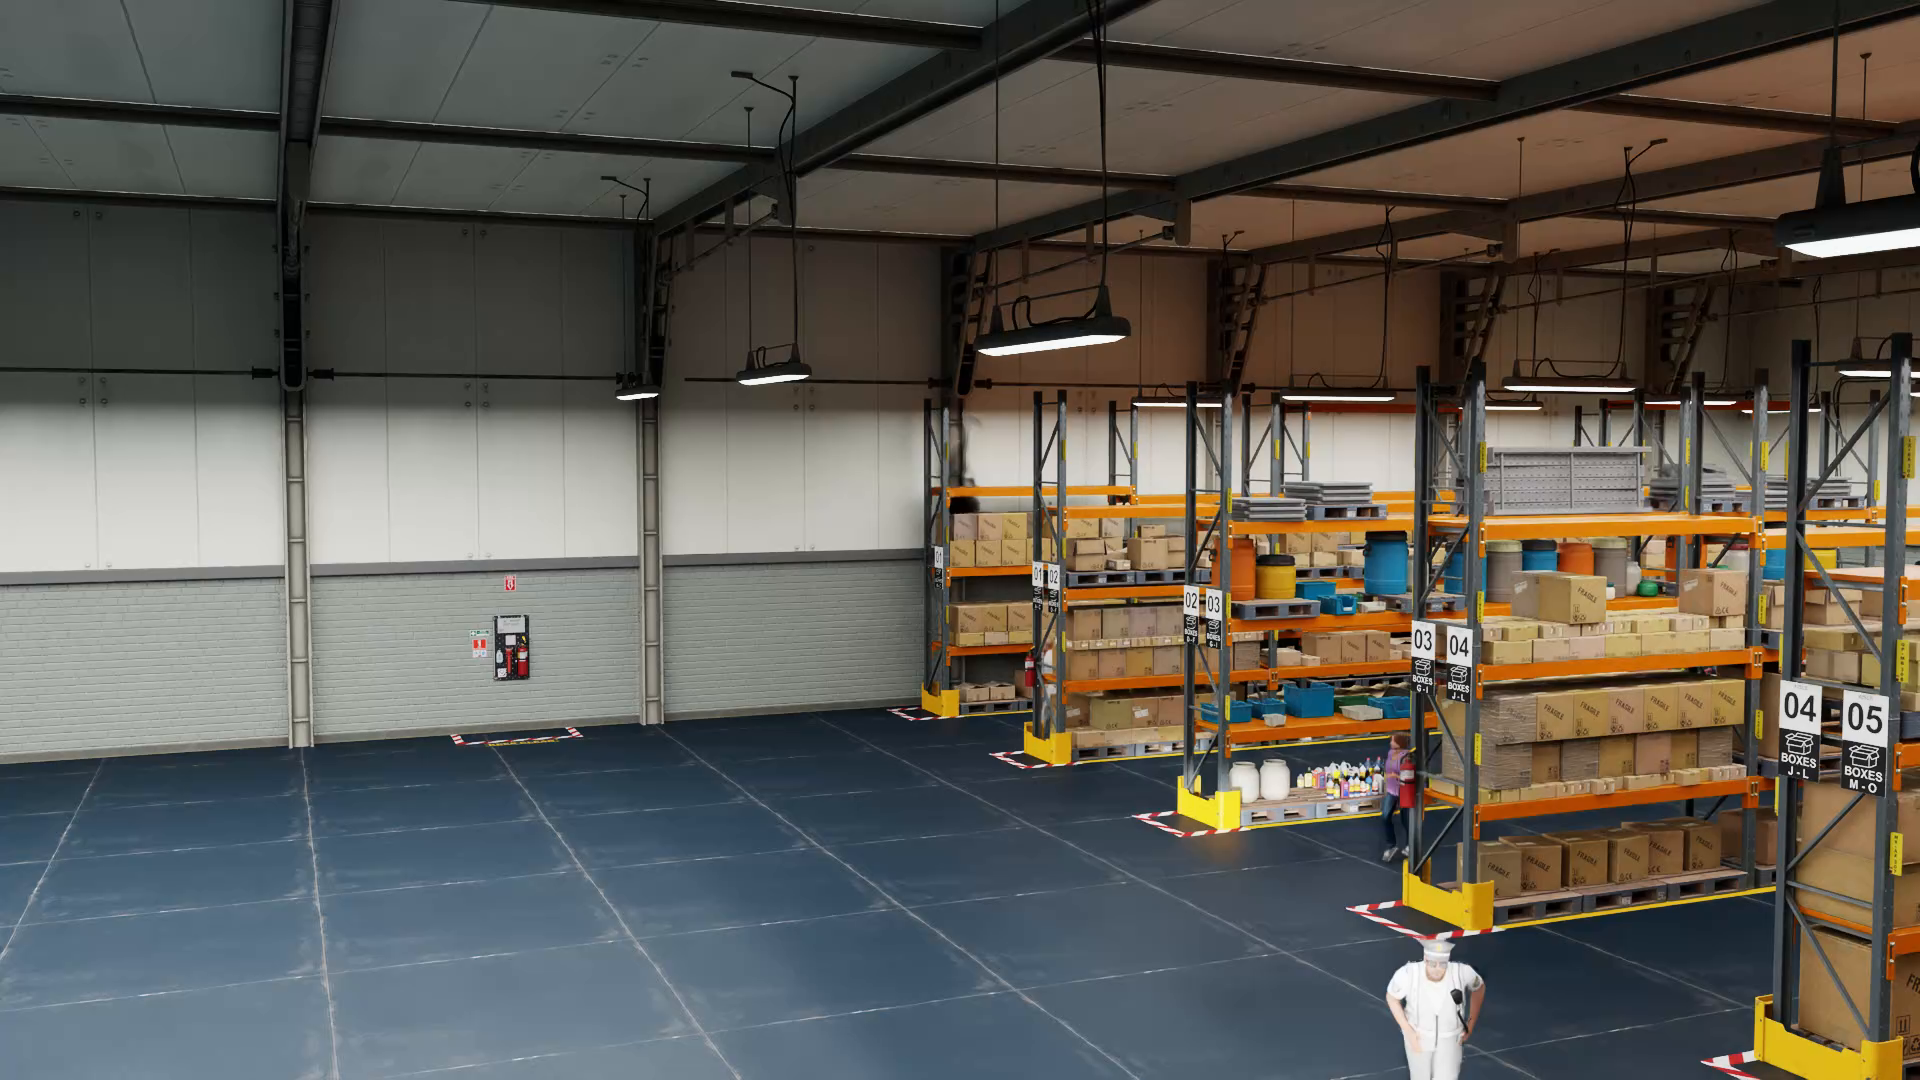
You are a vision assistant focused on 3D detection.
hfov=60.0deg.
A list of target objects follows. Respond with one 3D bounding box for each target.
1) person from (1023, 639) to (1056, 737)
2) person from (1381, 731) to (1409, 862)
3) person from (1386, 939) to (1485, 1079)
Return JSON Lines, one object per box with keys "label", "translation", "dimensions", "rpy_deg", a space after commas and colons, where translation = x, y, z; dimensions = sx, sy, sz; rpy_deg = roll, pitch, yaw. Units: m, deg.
{"label": "person", "translation": [1.637, 2.574, 29.096], "dimensions": [1.149, 1.739, 0.743], "rpy_deg": [-2, 4, -32]}
{"label": "person", "translation": [5.430, 3.171, 20.497], "dimensions": [0.697, 1.638, 0.506], "rpy_deg": [-3, 4, -39]}
{"label": "person", "translation": [3.438, 3.637, 12.091], "dimensions": [0.693, 1.720, 1.009], "rpy_deg": [1, 3, 9]}
